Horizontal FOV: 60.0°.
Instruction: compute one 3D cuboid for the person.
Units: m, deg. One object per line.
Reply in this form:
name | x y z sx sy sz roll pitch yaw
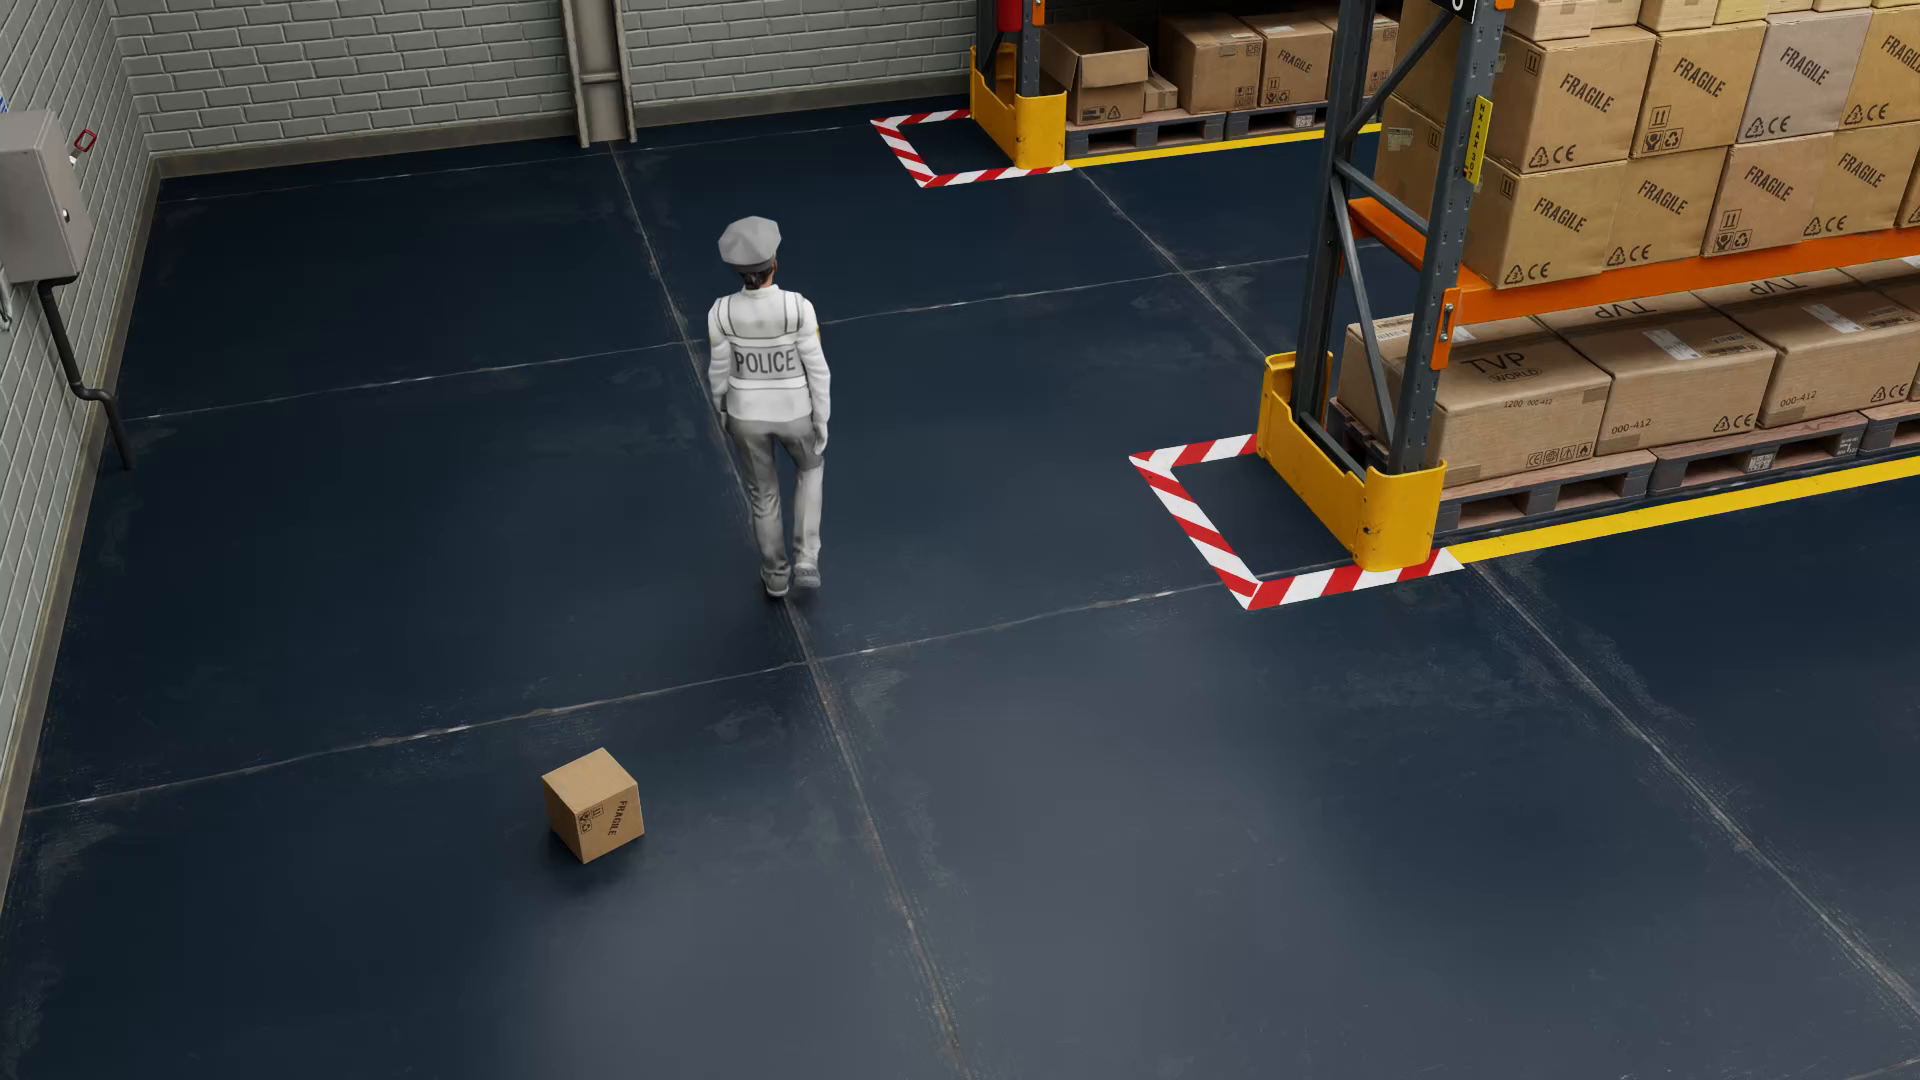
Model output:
person | -0.772 -0.509 6.827 0.492 1.682 0.435 -3 34 -4
